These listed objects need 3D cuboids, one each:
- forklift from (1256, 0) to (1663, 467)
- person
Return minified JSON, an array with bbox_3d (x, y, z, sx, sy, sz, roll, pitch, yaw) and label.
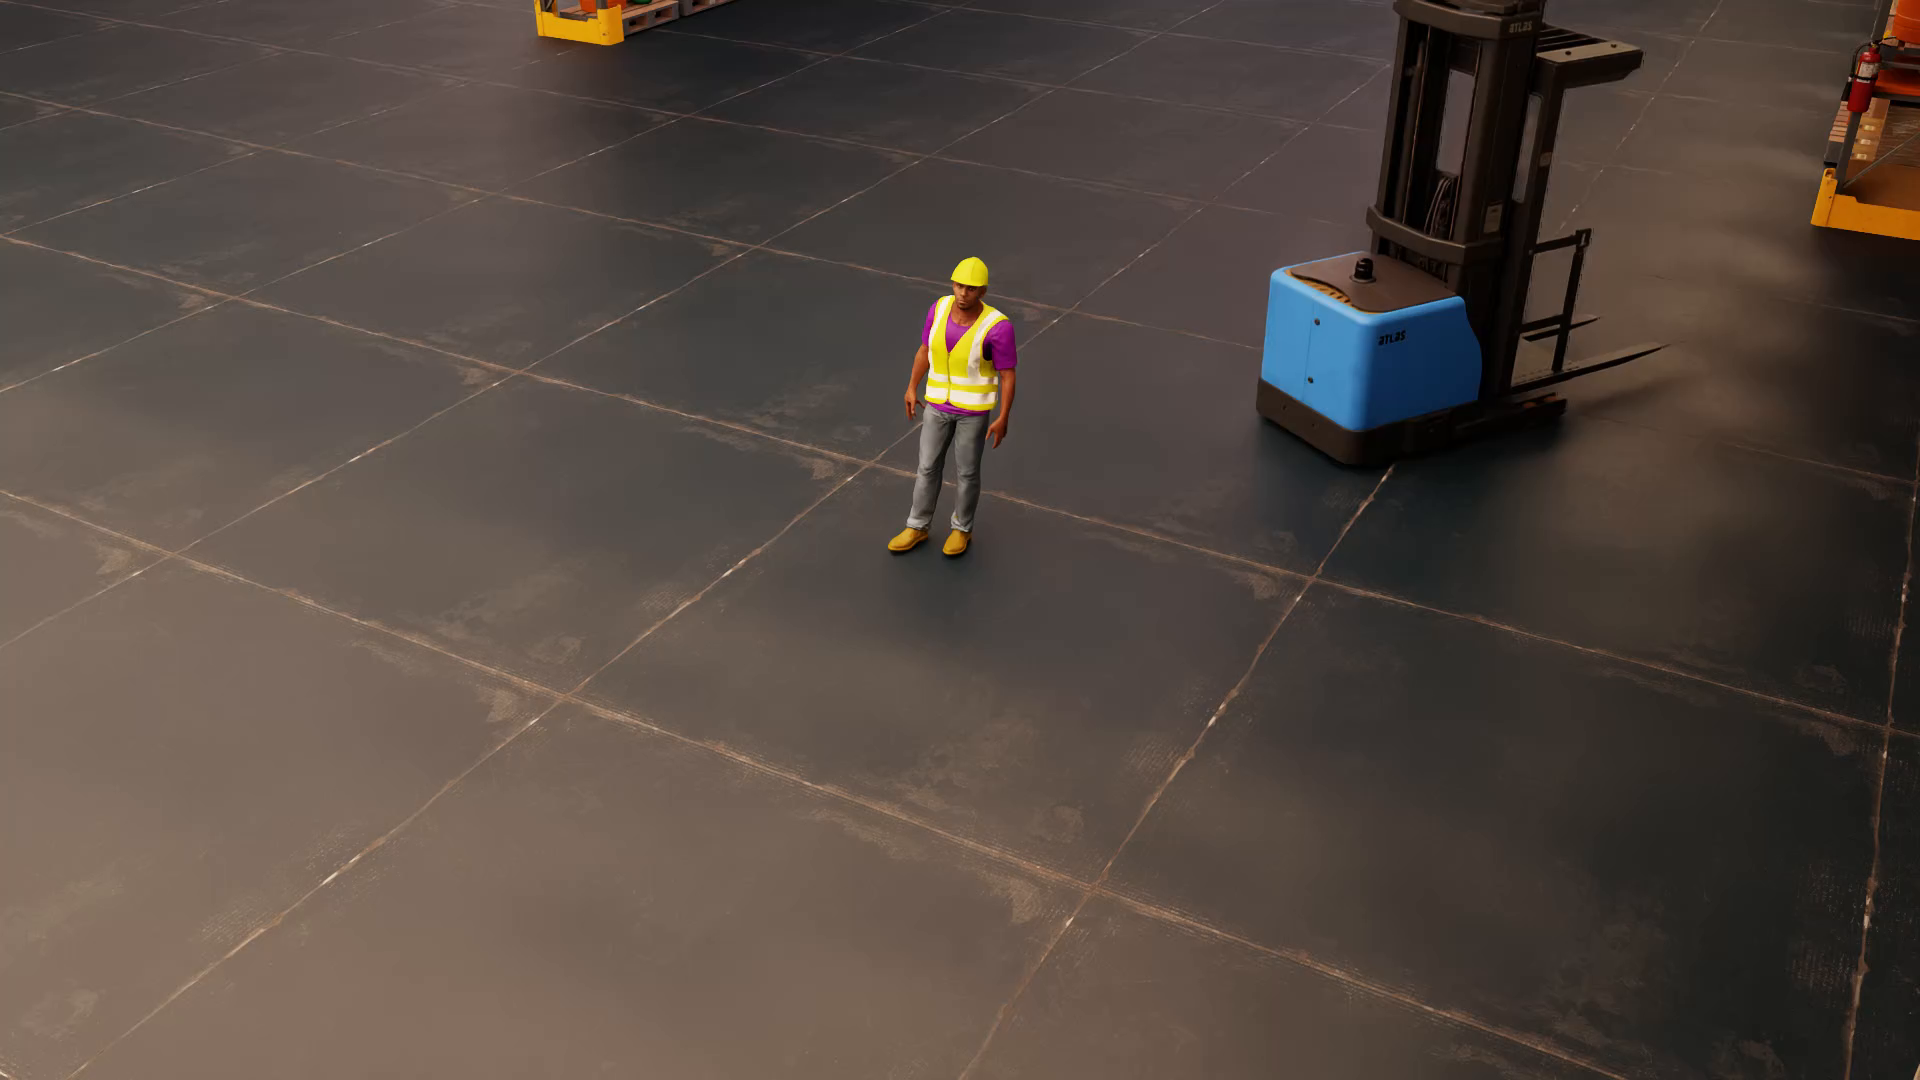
[{"bbox_3d":[3.575,-2.260,10.987,3.031,2.935,1.130,-15,33,-24],"label":"forklift"},{"bbox_3d":[-0.039,-0.742,9.508,0.666,1.765,0.577,15,33,25],"label":"person"}]
